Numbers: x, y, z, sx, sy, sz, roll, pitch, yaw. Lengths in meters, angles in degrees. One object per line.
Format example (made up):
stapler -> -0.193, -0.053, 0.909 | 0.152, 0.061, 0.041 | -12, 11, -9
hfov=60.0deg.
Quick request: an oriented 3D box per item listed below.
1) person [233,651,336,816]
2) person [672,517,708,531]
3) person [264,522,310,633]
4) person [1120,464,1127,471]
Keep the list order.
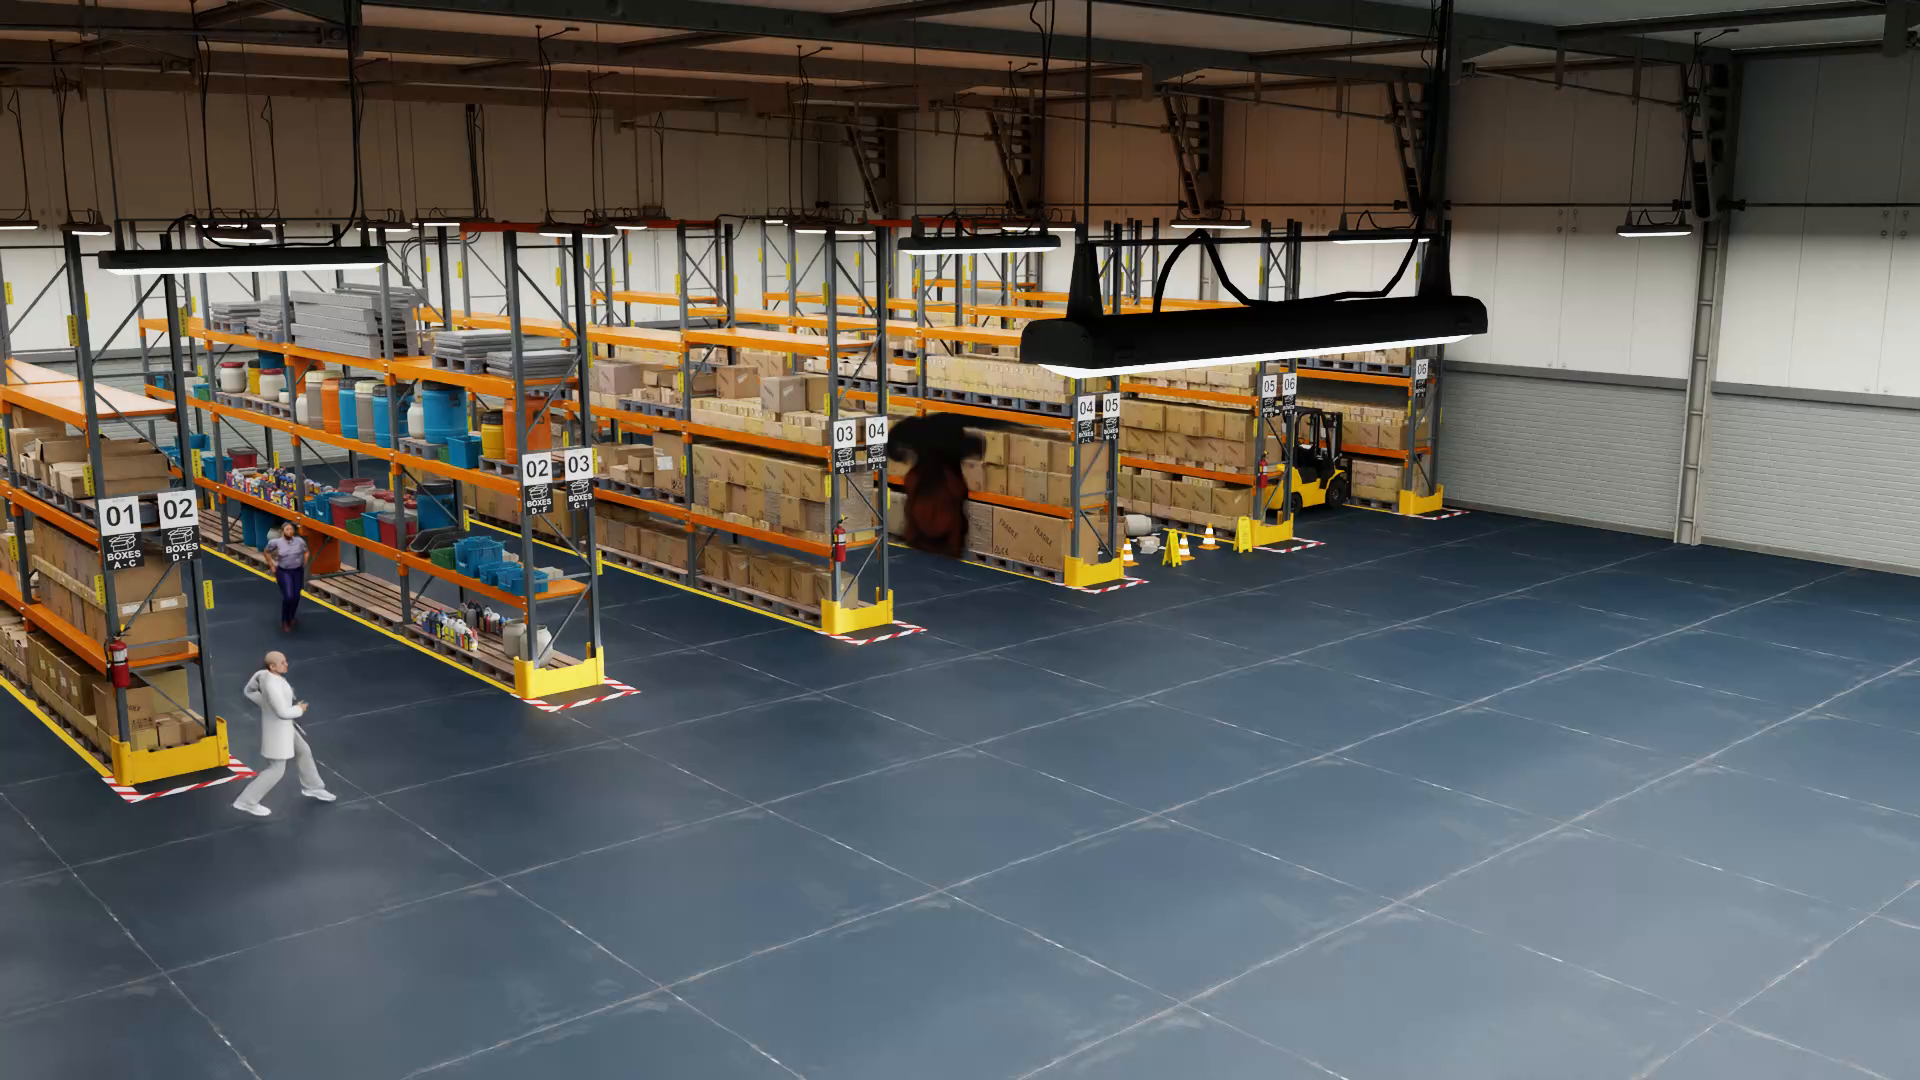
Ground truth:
person -> -7.085, 2.027, 17.350 | 1.039, 1.793, 0.688 | -6, 13, -27
person -> -5.364, -1.036, 32.969 | 1.024, 1.690, 0.700 | 8, 14, 36
person -> -10.087, 0.550, 25.058 | 0.613, 1.684, 0.715 | -10, 15, -40
person -> 3.783, -1.855, 36.566 | 0.618, 1.728, 0.991 | -11, 16, -43
